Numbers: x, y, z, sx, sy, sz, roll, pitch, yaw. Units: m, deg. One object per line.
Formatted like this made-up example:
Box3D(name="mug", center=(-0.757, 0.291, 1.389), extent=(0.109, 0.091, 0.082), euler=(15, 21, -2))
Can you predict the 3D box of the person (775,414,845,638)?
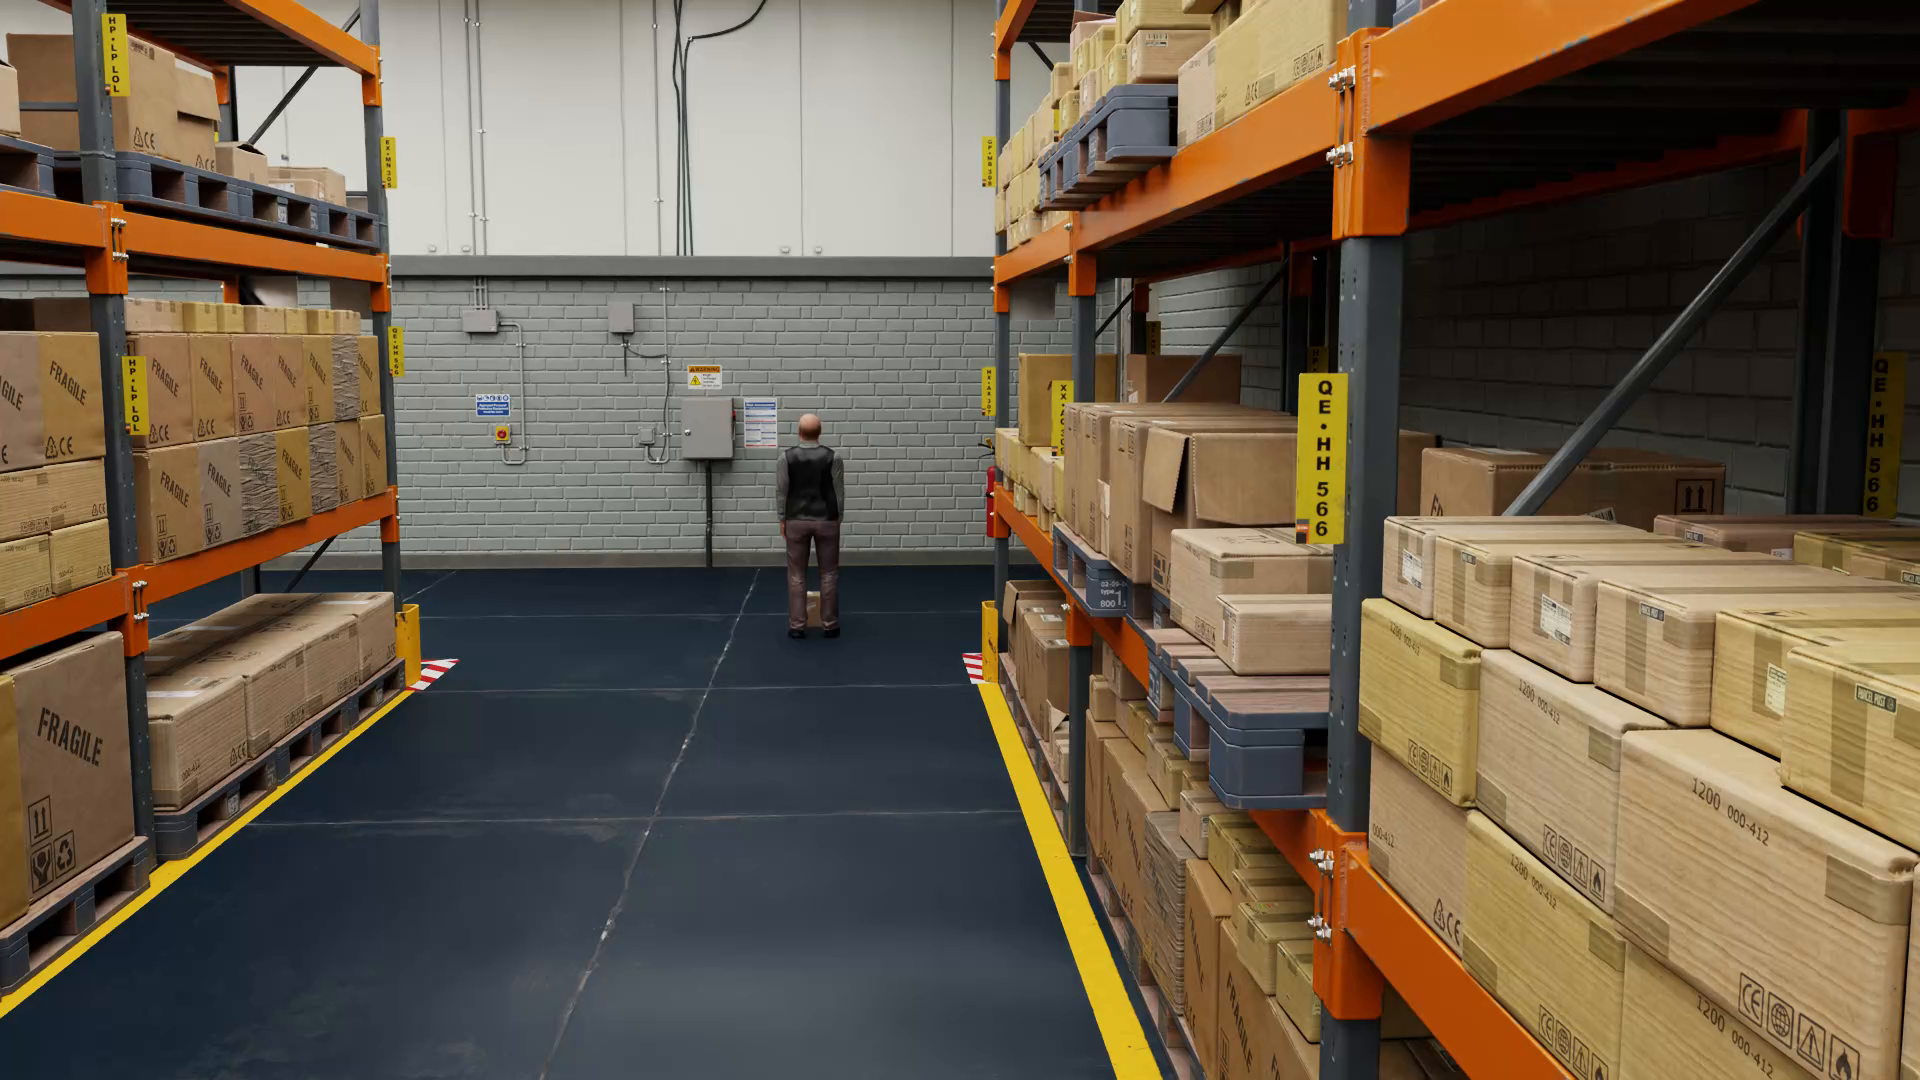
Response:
Box3D(name="person", center=(-1.152, -0.109, 12.815), extent=(0.531, 1.723, 0.359), euler=(0, 7, -2))
